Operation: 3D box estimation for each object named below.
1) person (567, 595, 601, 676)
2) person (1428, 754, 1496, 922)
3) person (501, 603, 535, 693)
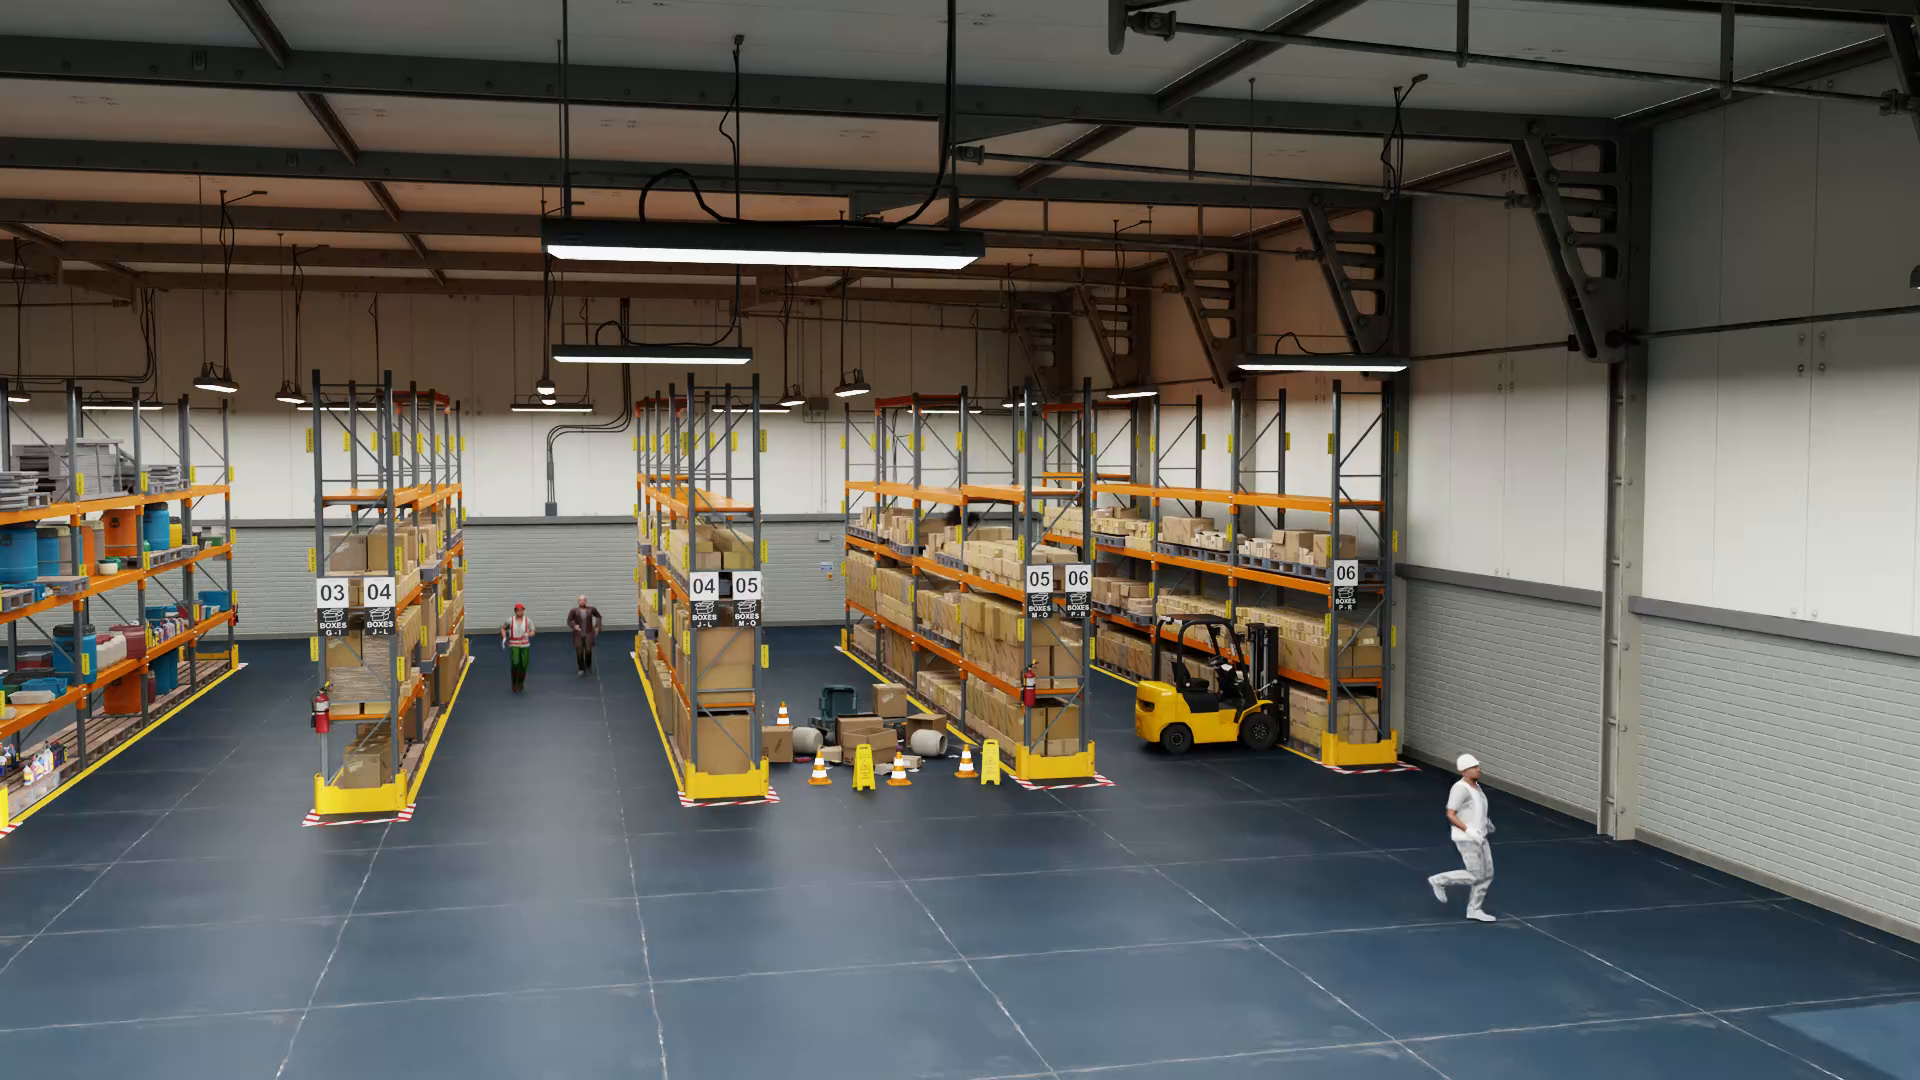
[{"bbox_3d":[-8.071,2.064,35.725,0.735,1.757,0.691,-1,3,-14],"label":"person"},{"bbox_3d":[5.325,3.123,17.534,0.689,1.743,0.683,2,4,34],"label":"person"},{"bbox_3d":[-8.880,2.174,33.500,0.641,1.792,0.709,-1,4,-24],"label":"person"}]
